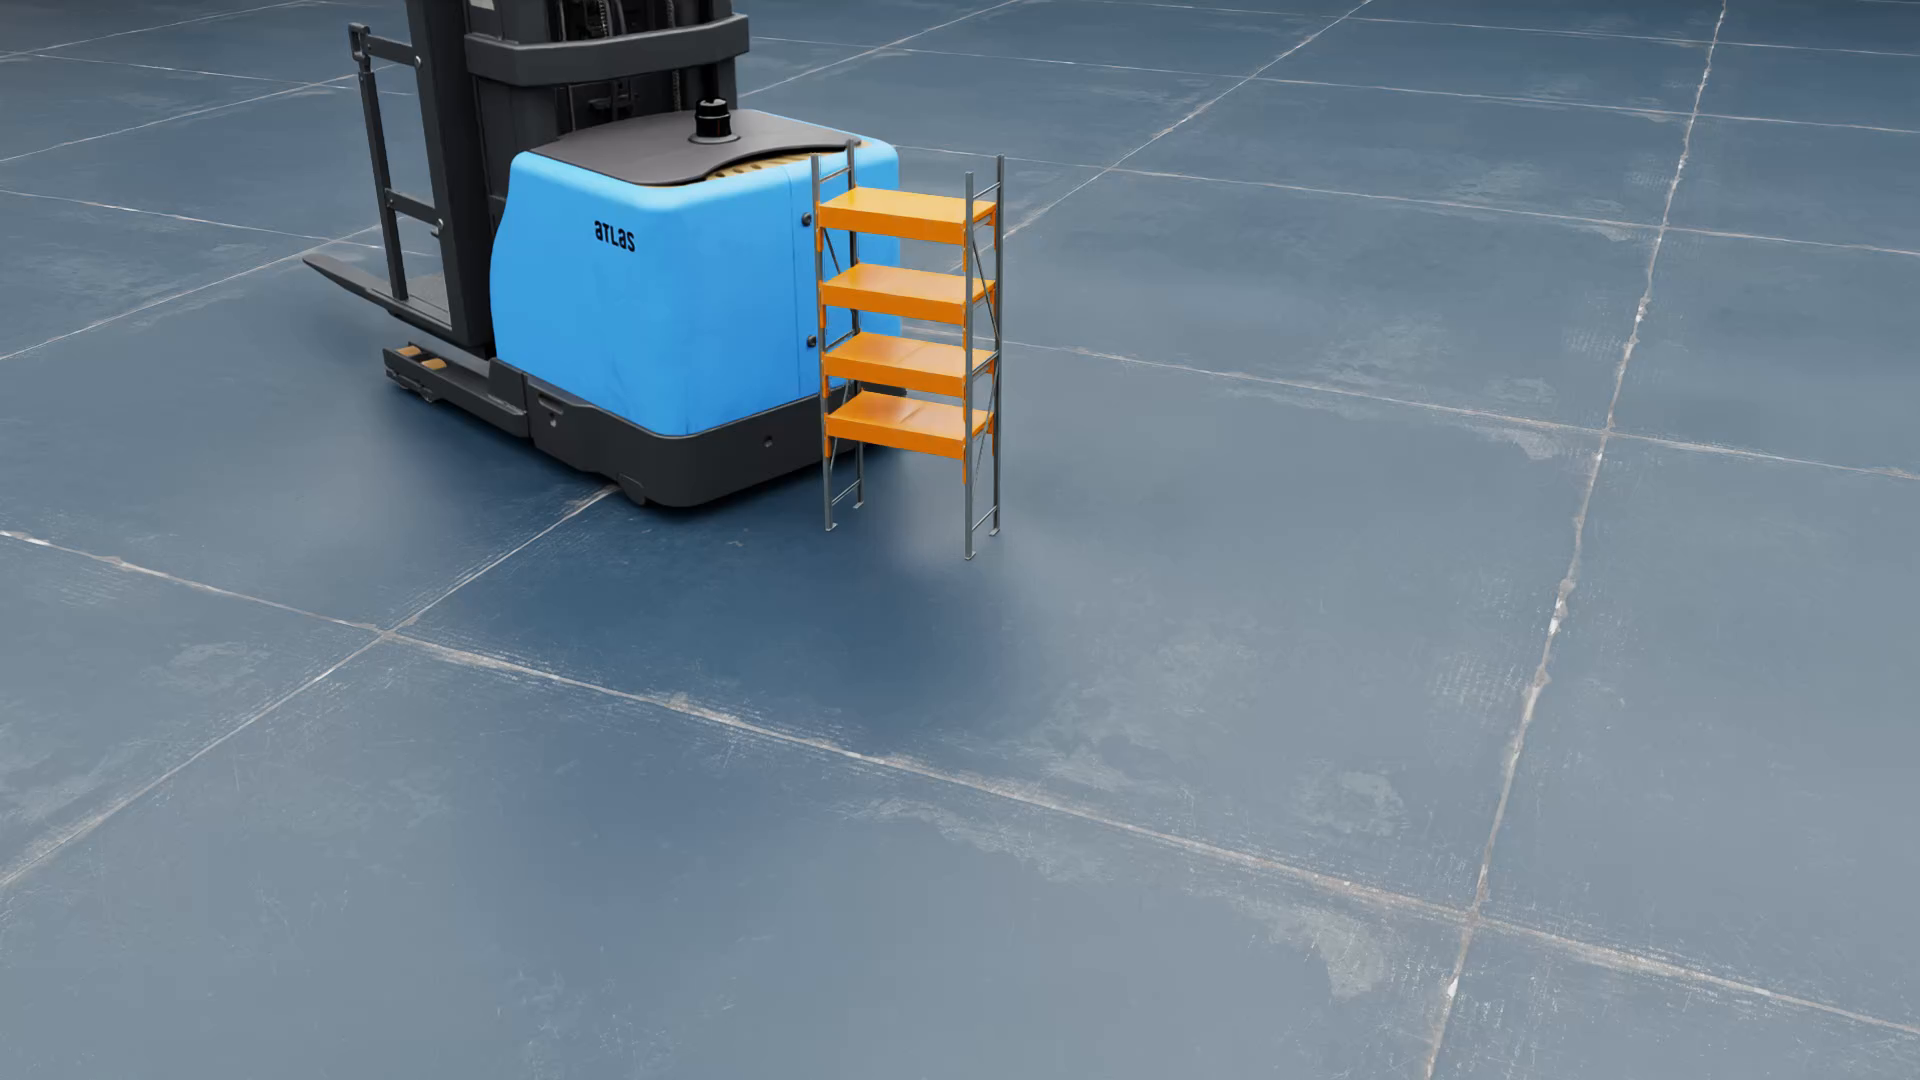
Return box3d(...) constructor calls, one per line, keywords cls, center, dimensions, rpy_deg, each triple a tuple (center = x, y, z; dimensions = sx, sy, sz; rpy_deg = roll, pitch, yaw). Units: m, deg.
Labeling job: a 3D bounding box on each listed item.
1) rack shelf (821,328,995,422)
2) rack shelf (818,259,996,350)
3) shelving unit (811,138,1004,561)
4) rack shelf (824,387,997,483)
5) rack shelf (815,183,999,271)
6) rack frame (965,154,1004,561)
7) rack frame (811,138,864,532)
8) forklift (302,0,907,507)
box3d(cls="rack shelf", center=(-0.151, -0.508, 5.076), dimensions=(0.480, 0.148, 0.258), rpy_deg=(11, 28, 22))
box3d(cls="rack shelf", center=(-0.151, -0.709, 4.977), dimensions=(0.480, 0.148, 0.258), rpy_deg=(11, 28, 22))
box3d(cls="shelving unit", center=(-0.151, -0.569, 5.046), dimensions=(0.503, 1.200, 0.258), rpy_deg=(11, 28, 22))
box3d(cls="rack shelf", center=(-0.151, -0.330, 5.164), dimensions=(0.480, 0.148, 0.258), rpy_deg=(11, 28, 22))
box3d(cls="rack shelf", center=(-0.151, -0.921, 4.873), dimensions=(0.480, 0.148, 0.258), rpy_deg=(11, 28, 22))
box3d(cls="rack frame", center=(0.071, -0.524, 4.956), dimensions=(0.015, 1.200, 0.240), rpy_deg=(11, 28, 22))
box3d(cls="rack frame", center=(-0.373, -0.613, 5.137), dimensions=(0.015, 1.200, 0.240), rpy_deg=(11, 28, 22))
box3d(cls="forklift", center=(-1.577, -1.975, 5.944), dimensions=(1.130, 2.935, 3.031), rpy_deg=(-23, 35, -39))
